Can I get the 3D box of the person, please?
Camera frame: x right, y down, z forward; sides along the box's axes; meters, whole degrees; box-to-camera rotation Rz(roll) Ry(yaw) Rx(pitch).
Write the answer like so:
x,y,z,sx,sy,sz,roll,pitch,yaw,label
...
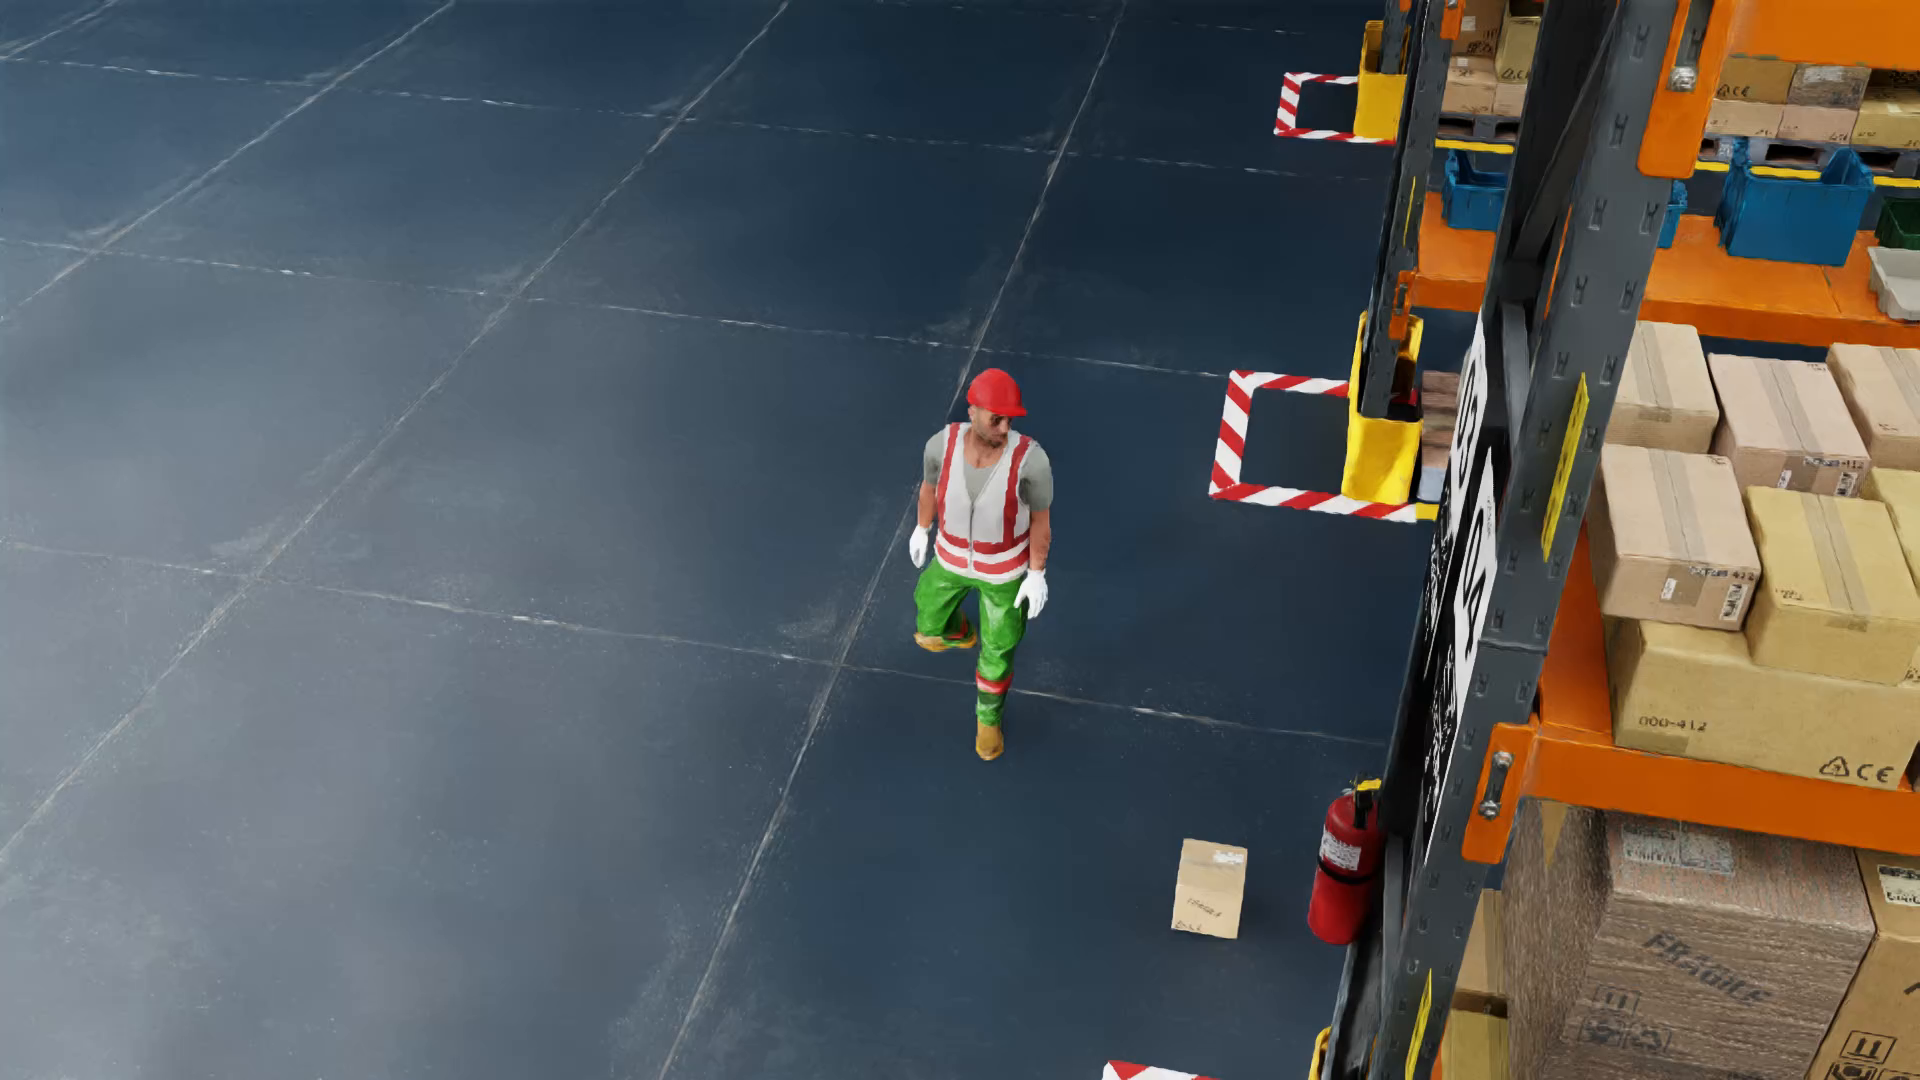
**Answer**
x,y,z,sx,sy,sz,roll,pitch,yaw,label
0.054,0.033,6.903,0.737,1.786,0.628,12,38,16,person
